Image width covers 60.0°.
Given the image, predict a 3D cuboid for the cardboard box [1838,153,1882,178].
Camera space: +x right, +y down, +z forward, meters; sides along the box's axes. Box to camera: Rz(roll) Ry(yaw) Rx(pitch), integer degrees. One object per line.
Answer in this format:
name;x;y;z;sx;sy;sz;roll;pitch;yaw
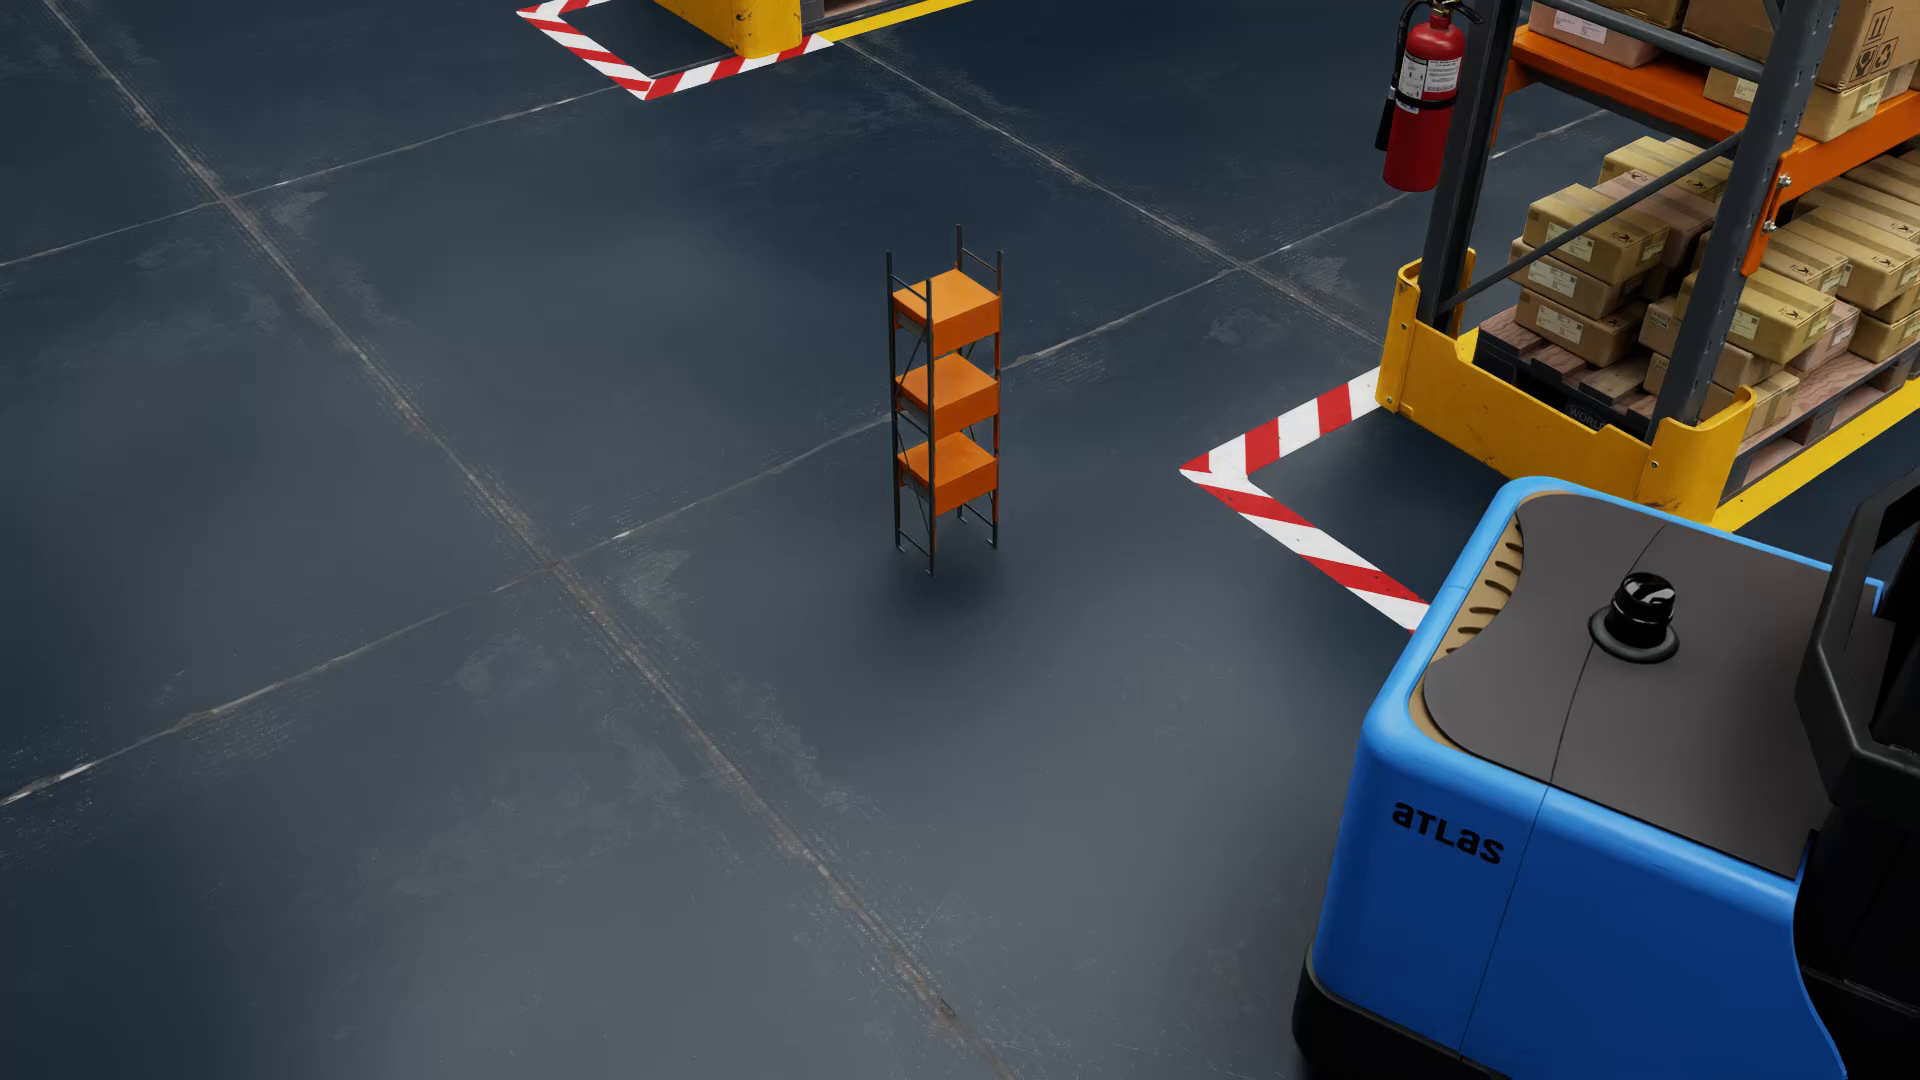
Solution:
cardboard box;3.194;-1.508;6.170;0.250;0.149;0.380;-28;47;-29

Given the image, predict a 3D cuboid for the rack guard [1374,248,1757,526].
rack guard;1.927;-0.470;5.429;0.348;0.500;1.175;-26;46;-28

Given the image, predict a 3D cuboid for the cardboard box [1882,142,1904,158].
cardboard box;3.552;-1.631;6.555;0.250;0.149;0.380;-26;46;-28

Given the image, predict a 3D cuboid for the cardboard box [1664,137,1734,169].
cardboard box;2.738;-1.330;5.954;0.250;0.149;0.380;-28;47;-30

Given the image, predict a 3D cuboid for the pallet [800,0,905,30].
pallet;-0.643;-3.128;8.896;1.213;0.211;1.003;-26;46;-28

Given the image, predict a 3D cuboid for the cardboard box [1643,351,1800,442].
cardboard box;2.477;-0.509;5.422;0.250;0.149;0.380;-25;46;-27

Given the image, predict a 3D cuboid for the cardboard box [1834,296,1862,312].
cardboard box;2.830;-0.872;5.630;0.250;0.149;0.380;-25;46;-28

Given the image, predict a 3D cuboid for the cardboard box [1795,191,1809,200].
cardboard box;2.925;-1.338;6.198;0.250;0.149;0.380;-25;46;-27

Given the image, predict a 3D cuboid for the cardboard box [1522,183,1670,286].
cardboard box;2.132;-1.029;5.587;0.250;0.149;0.380;-25;46;-28

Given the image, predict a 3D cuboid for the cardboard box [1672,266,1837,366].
cardboard box;2.489;-0.729;5.221;0.250;0.149;0.380;-28;47;-30

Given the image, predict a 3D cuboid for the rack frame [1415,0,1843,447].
rack frame;1.867;-1.407;4.600;0.127;3.000;1.000;-26;46;-28

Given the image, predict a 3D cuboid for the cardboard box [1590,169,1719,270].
cardboard box;2.366;-1.098;5.670;0.250;0.149;0.380;-25;46;-27

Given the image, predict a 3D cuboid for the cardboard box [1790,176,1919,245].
cardboard box;3.059;-1.066;5.633;0.250;0.149;0.380;-28;47;-30

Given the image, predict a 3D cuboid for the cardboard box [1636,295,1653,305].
cardboard box;2.299;-0.926;5.930;0.250;0.149;0.380;-25;45;-27

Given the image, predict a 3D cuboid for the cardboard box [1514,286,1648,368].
cardboard box;2.157;-0.776;5.747;0.250;0.149;0.380;-25;46;-27

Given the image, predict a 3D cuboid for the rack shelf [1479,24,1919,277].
rack shelf;3.453;-1.902;5.771;4.000;0.370;1.077;-26;46;-28

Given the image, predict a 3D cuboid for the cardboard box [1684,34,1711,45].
cardboard box;2.173;-1.655;5.101;0.250;0.149;0.380;-26;46;-28

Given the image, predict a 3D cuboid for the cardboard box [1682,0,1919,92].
cardboard box;2.391;-1.595;4.516;0.500;0.500;0.500;-24;45;-26

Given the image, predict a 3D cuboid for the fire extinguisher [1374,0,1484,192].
fire extinguisher;1.386;-1.368;4.907;0.183;0.674;0.296;-26;46;-28

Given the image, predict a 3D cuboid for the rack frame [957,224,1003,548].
rack frame;0.054;-0.432;4.949;0.008;1.050;0.200;-26;46;-28

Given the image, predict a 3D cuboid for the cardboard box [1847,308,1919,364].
cardboard box;3.097;-0.794;5.770;0.250;0.149;0.380;-25;46;-28

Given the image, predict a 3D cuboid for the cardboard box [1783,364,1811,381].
cardboard box;2.635;-0.651;5.595;0.250;0.149;0.380;-26;46;-28

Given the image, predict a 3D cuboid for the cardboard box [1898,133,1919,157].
cardboard box;3.662;-1.393;6.030;0.250;0.149;0.380;-26;46;-28

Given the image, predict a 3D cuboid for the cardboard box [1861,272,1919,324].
cardboard box;3.100;-0.917;5.685;0.250;0.149;0.380;-25;45;-27

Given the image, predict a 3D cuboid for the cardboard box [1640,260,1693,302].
cardboard box;2.352;-1.004;5.791;0.250;0.149;0.380;-27;47;-29

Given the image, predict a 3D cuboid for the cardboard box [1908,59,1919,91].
cardboard box;2.746;-1.467;4.871;0.250;0.149;0.380;-27;47;-29

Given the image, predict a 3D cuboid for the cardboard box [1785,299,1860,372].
cardboard box;2.690;-0.733;5.461;0.250;0.149;0.380;-26;46;-28

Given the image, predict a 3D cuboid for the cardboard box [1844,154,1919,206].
cardboard box;3.284;-1.169;5.757;0.250;0.149;0.380;-24;45;-27

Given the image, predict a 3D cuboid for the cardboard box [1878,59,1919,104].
cardboard box;2.500;-1.390;4.777;0.250;0.149;0.380;-24;45;-27

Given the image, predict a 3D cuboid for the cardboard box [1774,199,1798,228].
cardboard box;2.798;-1.184;6.010;0.250;0.149;0.380;-27;46;-29

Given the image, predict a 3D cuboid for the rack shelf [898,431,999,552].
rack shelf;-0.042;-0.162;5.075;0.240;0.259;0.215;-26;46;-28

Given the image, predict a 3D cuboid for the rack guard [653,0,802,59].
rack guard;-1.249;-2.882;8.369;0.348;0.500;1.175;-26;46;-28

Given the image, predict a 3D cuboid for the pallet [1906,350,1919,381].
pallet;3.559;-1.123;6.453;1.213;0.211;1.003;-26;46;-28

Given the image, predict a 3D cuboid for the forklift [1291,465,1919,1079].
forklift;2.280;0.277;2.602;3.031;2.935;1.130;21;44;24

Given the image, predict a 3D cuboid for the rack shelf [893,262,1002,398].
rack shelf;-0.042;-0.596;4.719;0.240;0.259;0.215;-26;46;-28

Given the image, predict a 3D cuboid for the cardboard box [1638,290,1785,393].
cardboard box;2.439;-0.656;5.366;0.250;0.149;0.380;-24;45;-26

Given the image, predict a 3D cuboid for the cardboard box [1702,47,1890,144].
cardboard box;2.323;-1.270;4.632;0.250;0.149;0.380;-26;46;-28

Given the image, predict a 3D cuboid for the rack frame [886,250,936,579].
rack frame;-0.139;-0.338;4.834;0.008;1.050;0.200;-26;46;-28

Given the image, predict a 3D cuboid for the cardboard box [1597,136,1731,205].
cardboard box;2.494;-1.262;5.870;0.250;0.149;0.380;-27;46;-29

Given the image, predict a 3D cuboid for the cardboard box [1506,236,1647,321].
cardboard box;2.111;-0.930;5.701;0.250;0.149;0.380;-27;47;-29

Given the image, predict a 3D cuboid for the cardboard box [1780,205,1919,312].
cardboard box;2.912;-0.929;5.465;0.250;0.149;0.380;-26;46;-28

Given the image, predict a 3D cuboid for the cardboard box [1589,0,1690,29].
cardboard box;2.066;-1.864;4.844;0.500;0.500;0.500;-25;46;-27

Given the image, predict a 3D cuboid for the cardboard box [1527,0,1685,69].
cardboard box;1.953;-1.578;5.007;0.250;0.149;0.380;-26;46;-28

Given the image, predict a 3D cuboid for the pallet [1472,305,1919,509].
pallet;2.593;-0.655;5.882;1.213;0.211;1.003;-26;46;-28

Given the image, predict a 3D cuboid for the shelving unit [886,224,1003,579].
shelving unit;-0.042;-0.385;4.892;0.252;1.050;0.215;-26;46;-28

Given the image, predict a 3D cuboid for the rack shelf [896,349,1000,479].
rack shelf;-0.042;-0.377;4.899;0.240;0.259;0.215;-26;46;-28

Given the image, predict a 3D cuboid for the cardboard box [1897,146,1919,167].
cardboard box;3.521;-1.248;5.853;0.250;0.149;0.380;-25;46;-27

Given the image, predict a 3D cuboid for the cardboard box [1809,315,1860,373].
cardboard box;2.828;-0.751;5.717;0.250;0.149;0.380;-25;46;-28

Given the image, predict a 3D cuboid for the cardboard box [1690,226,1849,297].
cardboard box;2.635;-0.896;5.425;0.250;0.149;0.380;-25;46;-27
